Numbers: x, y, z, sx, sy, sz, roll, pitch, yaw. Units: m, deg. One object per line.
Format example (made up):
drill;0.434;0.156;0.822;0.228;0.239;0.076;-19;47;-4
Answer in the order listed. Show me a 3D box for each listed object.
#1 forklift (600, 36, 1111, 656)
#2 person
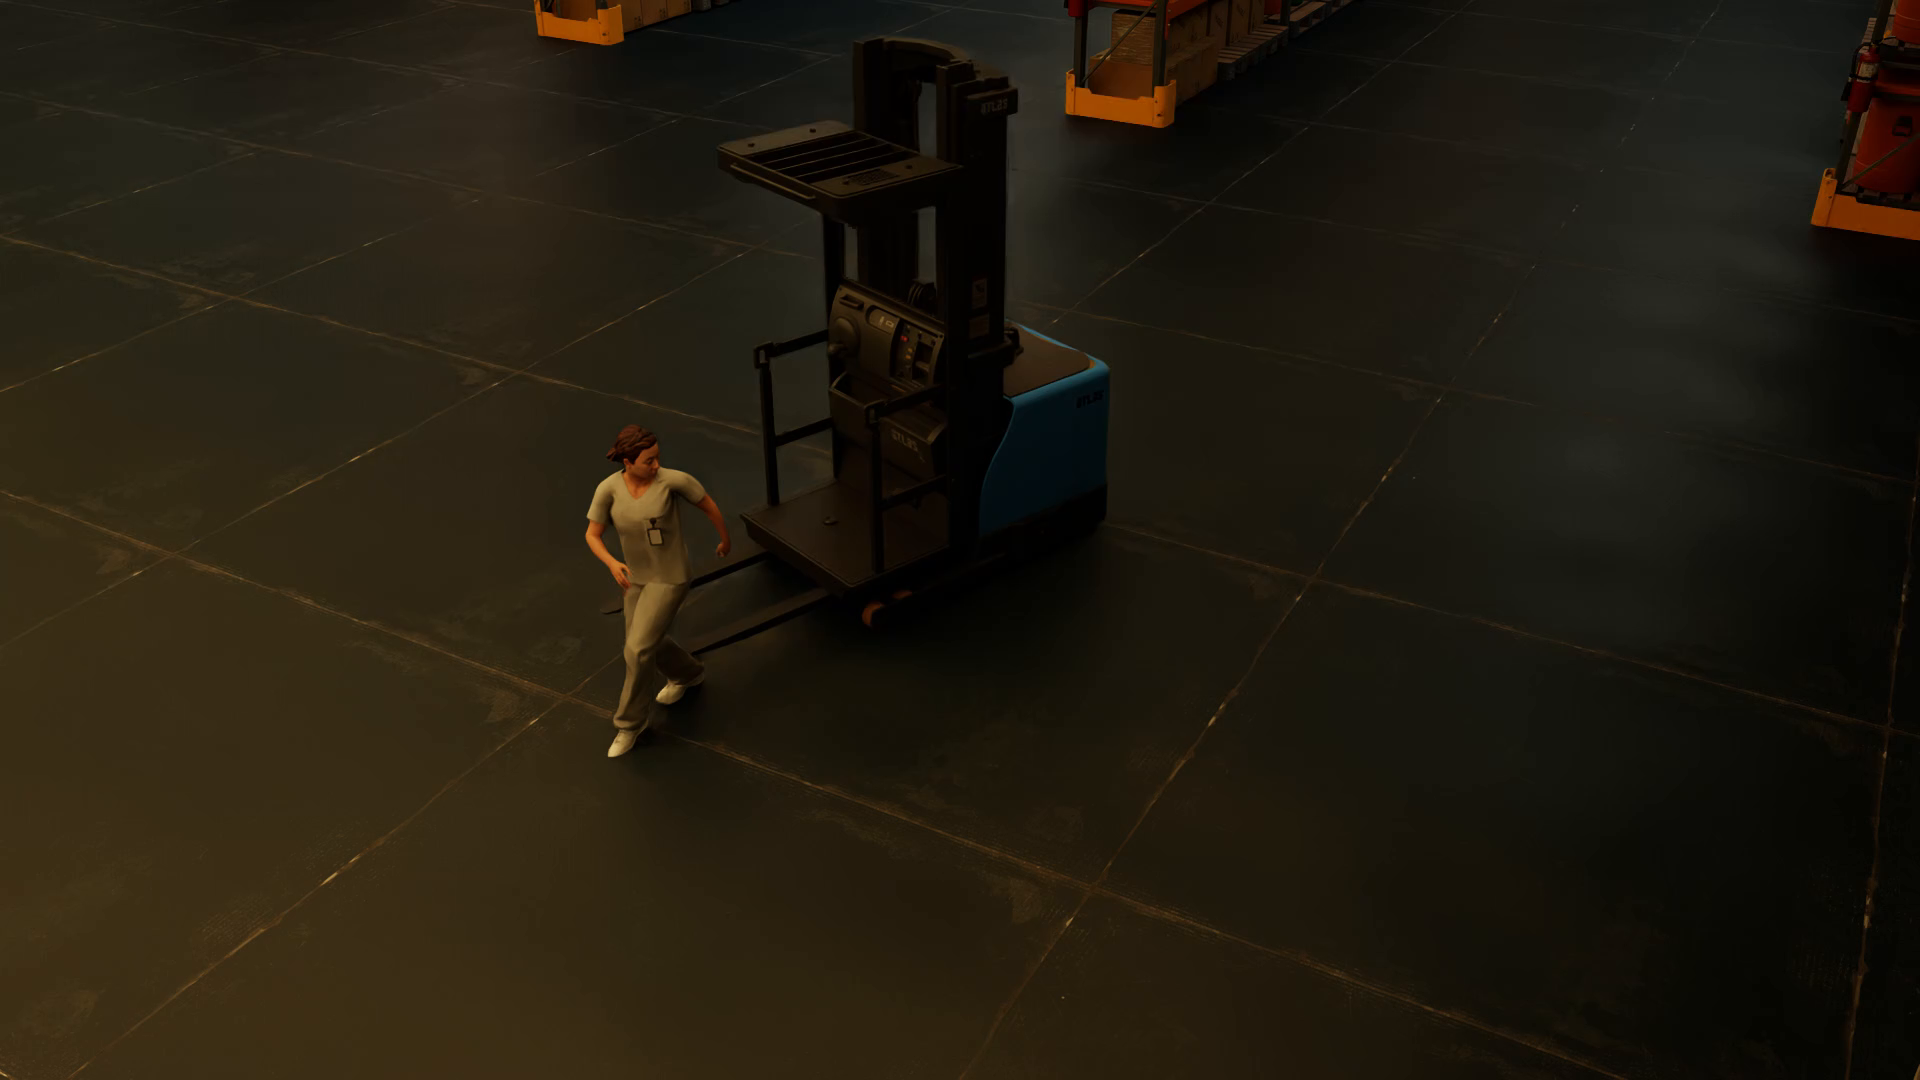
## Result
forklift;-0.561;-1.067;8.919;3.031;2.935;1.130;-23;37;-34
person;-1.516;0.204;8.078;0.482;1.643;0.848;15;33;24
